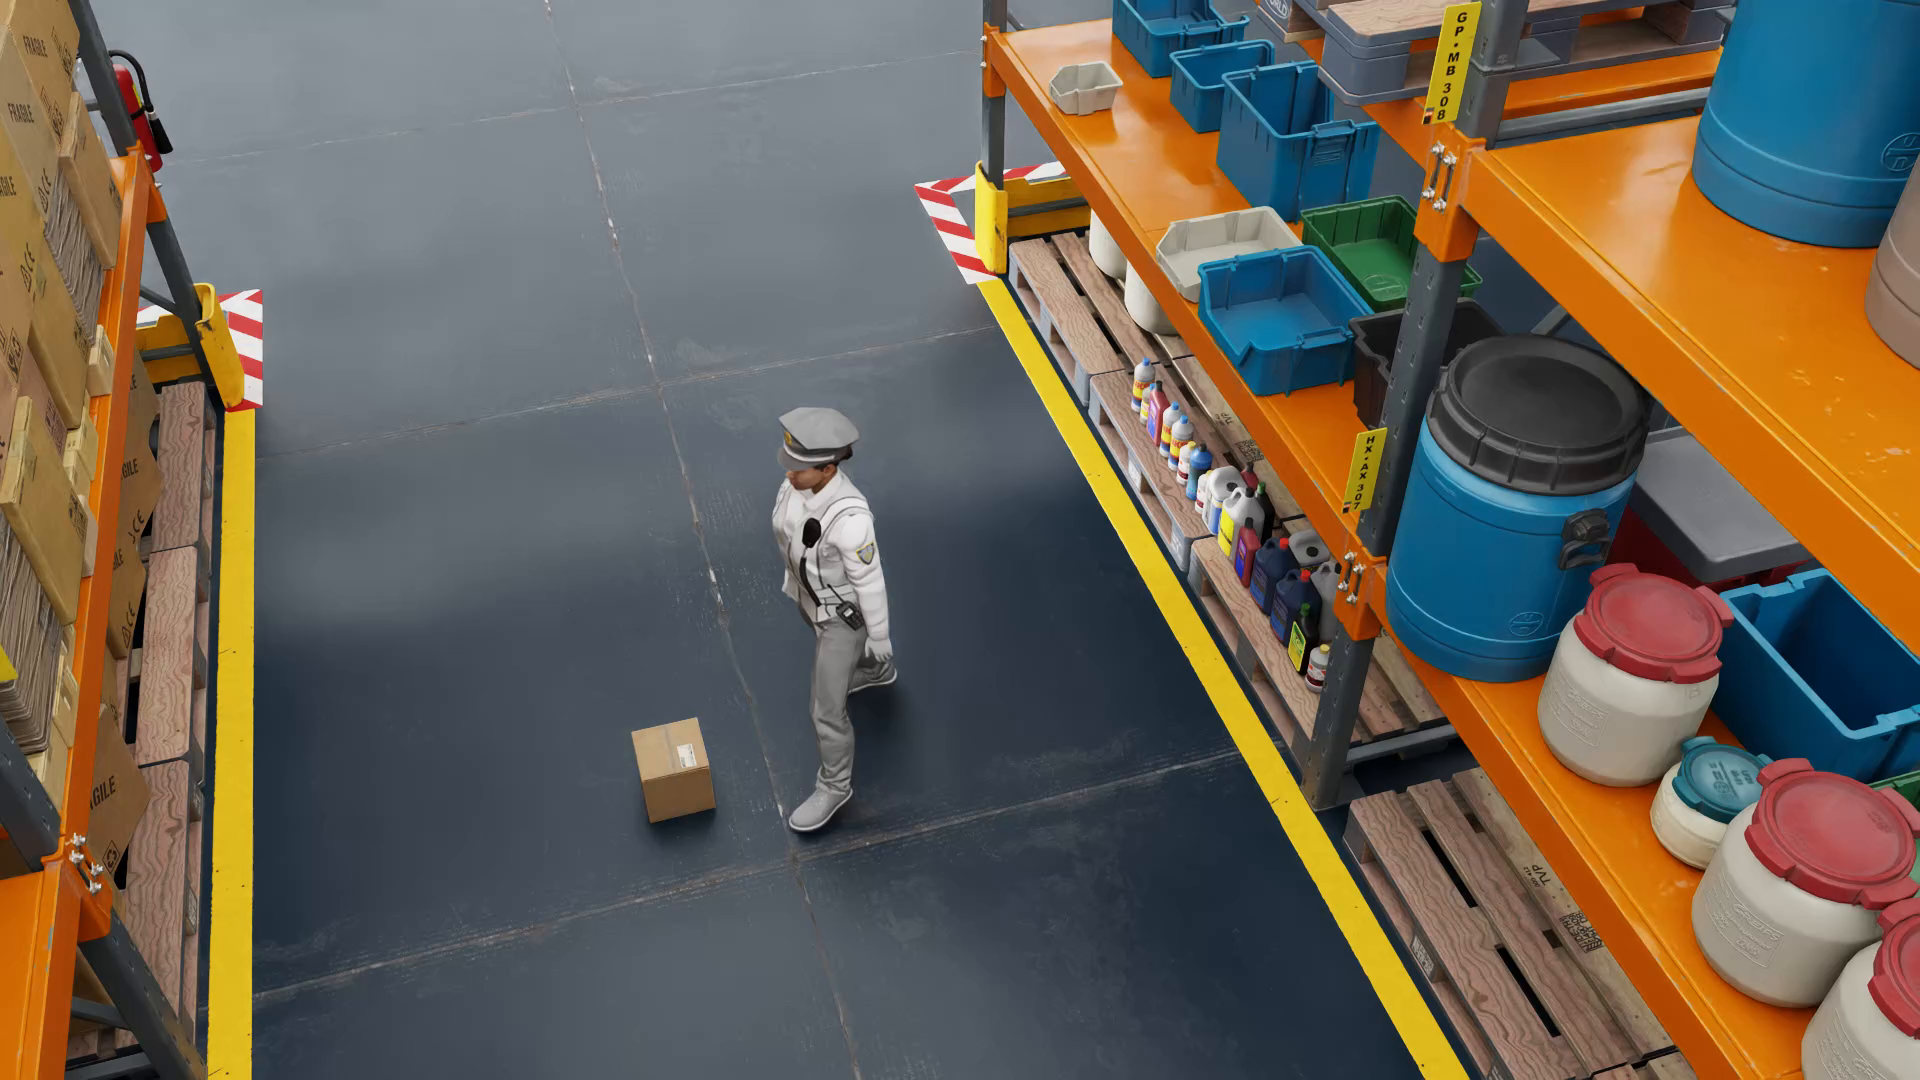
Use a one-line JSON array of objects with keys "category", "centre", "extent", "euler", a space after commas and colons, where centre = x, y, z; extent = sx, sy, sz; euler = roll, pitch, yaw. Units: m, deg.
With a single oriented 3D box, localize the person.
[{"category": "person", "centre": [-0.465, 0.194, 5.933], "extent": [0.715, 1.651, 0.635], "euler": [-23, 47, -23]}]
